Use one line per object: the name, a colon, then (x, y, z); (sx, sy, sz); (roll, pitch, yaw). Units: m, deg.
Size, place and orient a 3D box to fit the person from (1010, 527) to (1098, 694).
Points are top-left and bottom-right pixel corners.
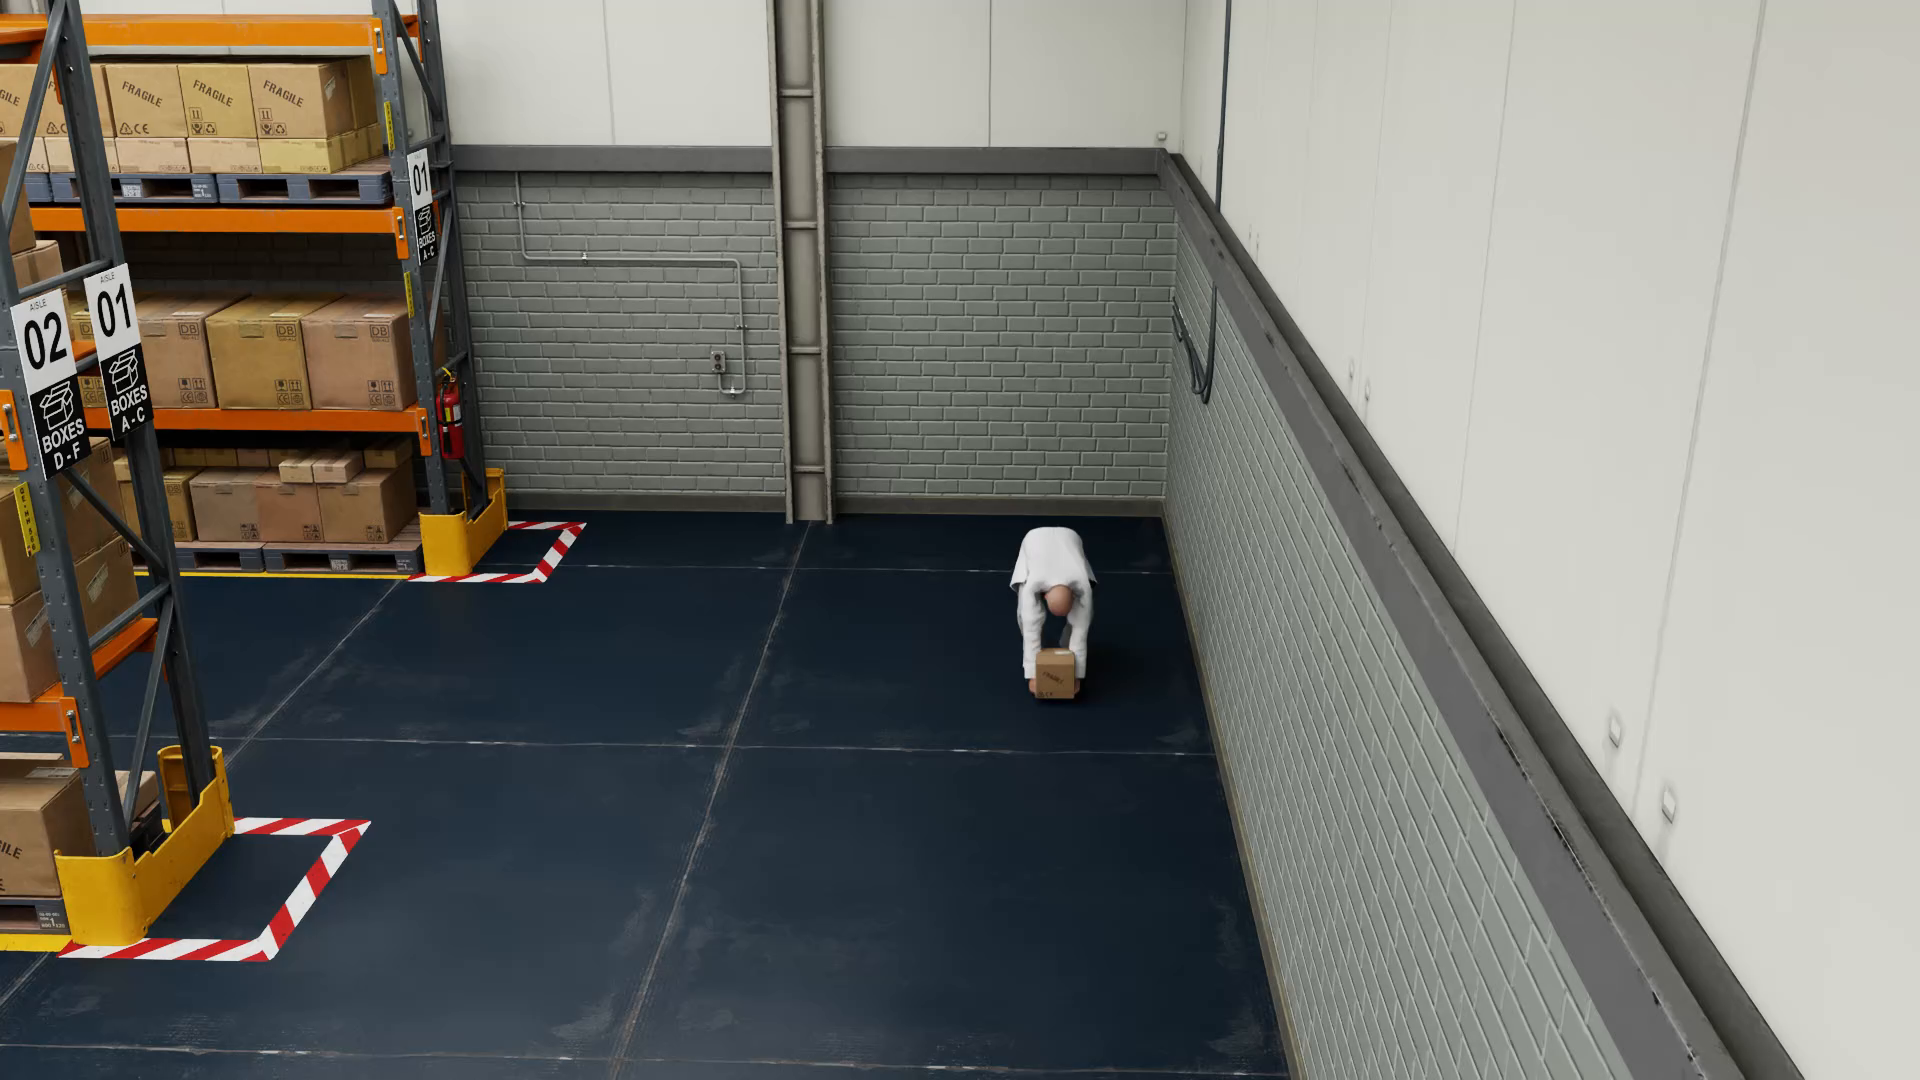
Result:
person: (0.632, 0.443, 11.048); (0.593, 0.981, 0.944); (0, 20, -1)
